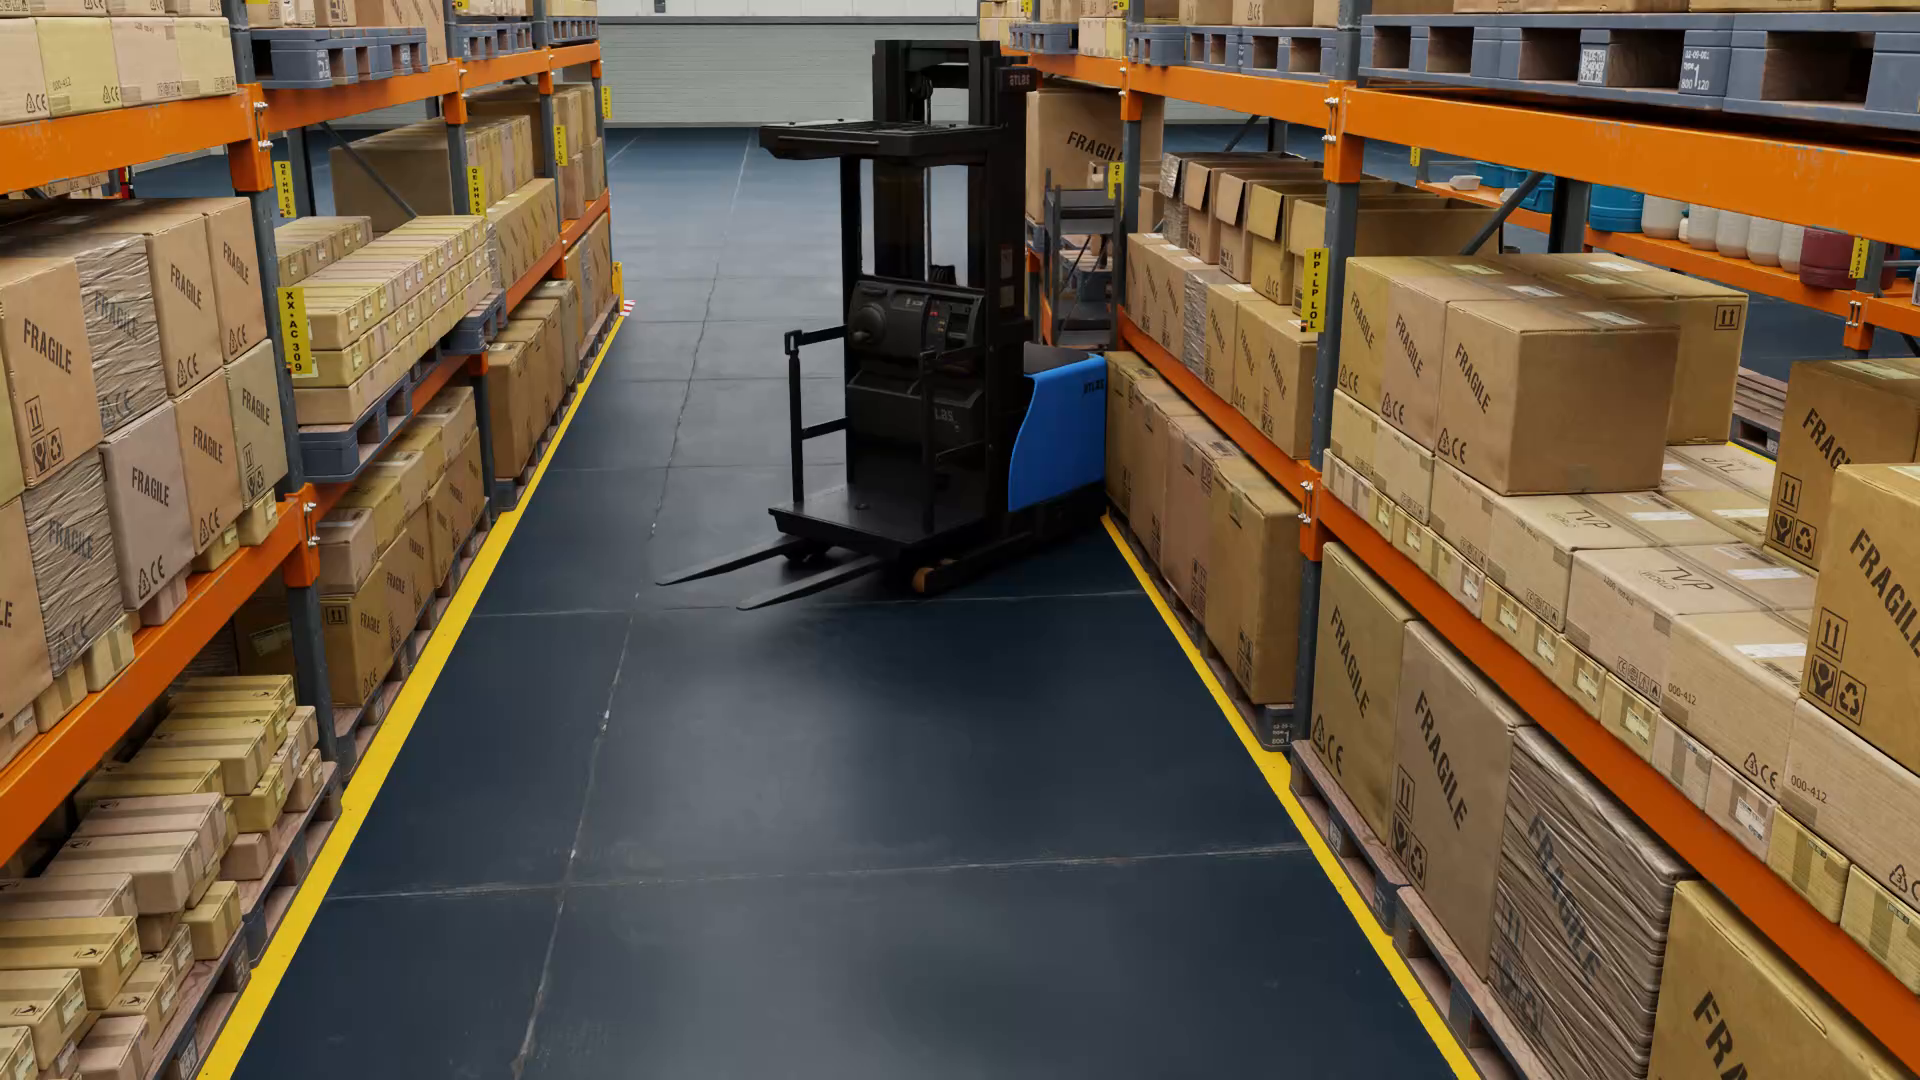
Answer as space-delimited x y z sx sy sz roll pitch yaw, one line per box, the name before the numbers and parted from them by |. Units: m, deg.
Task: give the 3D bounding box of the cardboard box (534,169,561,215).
cardboard box | -3.902 -2.914 14.200 0.875 0.550 0.550 -2 18 -6

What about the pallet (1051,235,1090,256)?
pallet | 1.260 -2.161 12.373 1.003 0.211 1.213 -2 18 -6

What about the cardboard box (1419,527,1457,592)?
cardboard box | 1.727 0.057 5.407 0.380 0.149 0.250 -2 18 -6

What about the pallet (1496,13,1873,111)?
pallet | 2.114 -1.255 4.306 1.003 0.211 1.213 -2 18 -6

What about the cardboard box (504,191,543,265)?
cardboard box | -3.428 -2.332 12.431 0.500 0.500 0.500 -2 17 -5

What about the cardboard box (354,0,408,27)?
cardboard box | -3.016 -2.560 8.149 0.500 0.500 0.500 -2 18 -6

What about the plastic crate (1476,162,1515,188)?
plastic crate | 5.955 -3.990 18.126 0.499 0.251 0.616 -2 18 -6

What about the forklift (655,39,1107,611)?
forklift | -0.393 -1.253 9.273 1.130 2.935 3.031 14 22 37

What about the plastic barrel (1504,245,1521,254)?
plastic barrel | 5.802 -2.871 17.767 0.421 0.512 0.421 0 17 0

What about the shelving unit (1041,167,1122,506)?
shelving unit | 0.758 -1.277 10.632 0.431 2.100 0.503 -2 24 -3

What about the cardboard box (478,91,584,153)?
cardboard box | -4.010 -3.914 15.582 0.875 0.550 0.500 -2 18 -6

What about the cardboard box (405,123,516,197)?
cardboard box | -3.688 -2.806 12.271 0.700 0.500 0.500 -2 18 -5

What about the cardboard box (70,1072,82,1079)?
cardboard box | -2.529 1.534 4.340 0.380 0.149 0.250 -2 18 -5

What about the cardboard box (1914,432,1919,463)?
cardboard box | 2.497 -0.009 3.700 0.500 0.500 0.500 -2 18 -7

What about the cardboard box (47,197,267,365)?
cardboard box | -2.709 -0.884 5.653 0.500 0.500 0.500 -2 18 -8

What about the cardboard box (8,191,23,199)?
cardboard box | -8.647 -3.178 14.628 0.500 0.500 0.500 -2 18 -6

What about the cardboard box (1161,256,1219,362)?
cardboard box | 1.396 -1.253 8.992 0.500 0.500 0.500 -2 18 -7

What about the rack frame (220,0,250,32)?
rack frame | -3.027 -3.212 5.383 1.000 3.000 0.127 -2 18 -6

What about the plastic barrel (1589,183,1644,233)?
plastic barrel | 5.757 -3.124 14.282 0.600 0.901 0.708 -2 18 -6

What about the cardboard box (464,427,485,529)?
cardboard box | -3.111 -0.361 9.791 0.500 0.500 0.500 -2 18 -6

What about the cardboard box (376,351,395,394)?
cardboard box | -2.666 -0.718 7.176 0.380 0.149 0.250 -2 18 -5

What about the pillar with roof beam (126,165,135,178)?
pillar with roof beam | -12.514 -11.710 32.452 9.100 9.000 0.400 -2 18 -6

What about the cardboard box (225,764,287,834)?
cardboard box | -2.593 0.912 5.826 0.380 0.149 0.250 -2 18 -8

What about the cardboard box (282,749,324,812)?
cardboard box | -2.647 0.917 6.307 0.380 0.149 0.250 -2 17 -5

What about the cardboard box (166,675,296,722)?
cardboard box | -2.731 0.625 6.245 0.380 0.149 0.250 -1 17 -4

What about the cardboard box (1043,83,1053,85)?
cardboard box | 0.620 -4.095 15.881 0.500 0.500 0.500 -2 18 -6

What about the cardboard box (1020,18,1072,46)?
cardboard box | 0.785 -4.343 14.246 0.500 0.250 0.500 -1 17 -4

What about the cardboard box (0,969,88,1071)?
cardboard box | -2.504 1.240 4.284 0.380 0.149 0.250 -1 17 -3

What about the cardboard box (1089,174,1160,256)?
cardboard box | 1.252 -2.235 11.421 0.700 0.500 0.500 1 17 3

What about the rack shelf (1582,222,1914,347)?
rack shelf | 6.225 -2.070 12.963 1.077 0.370 4.000 -2 18 -6

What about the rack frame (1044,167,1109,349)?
rack frame | 0.742 -1.375 10.855 0.400 2.100 0.015 -2 24 -3

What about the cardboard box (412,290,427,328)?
cardboard box | -2.750 -1.094 7.876 0.380 0.149 0.250 -2 18 -7

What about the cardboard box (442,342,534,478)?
cardboard box | -3.413 -0.852 10.939 1.050 0.750 0.750 -2 18 -6

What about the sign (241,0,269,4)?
sign | -2.488 -2.046 5.816 0.100 0.325 0.005 -2 18 -6

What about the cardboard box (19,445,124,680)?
cardboard box | -2.563 0.054 4.334 0.500 0.500 0.500 -2 18 -7

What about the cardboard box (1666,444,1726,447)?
cardboard box | 2.280 -0.265 5.768 0.500 0.250 0.500 -1 17 -4

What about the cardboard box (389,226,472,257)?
cardboard box | -2.882 -1.621 9.056 0.380 0.149 0.250 -1 17 -4

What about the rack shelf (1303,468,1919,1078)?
rack shelf | 2.123 0.467 4.884 1.077 0.370 4.000 -2 18 -6

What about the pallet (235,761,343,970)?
pallet | -2.922 1.180 6.066 1.003 0.211 1.213 -2 18 -6

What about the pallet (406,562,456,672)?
pallet | -3.238 0.385 8.599 1.003 0.211 1.213 -2 18 -6

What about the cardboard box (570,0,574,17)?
cardboard box | -3.685 -4.790 14.972 0.380 0.149 0.250 -2 18 -6

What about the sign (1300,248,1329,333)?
sign | 1.378 -0.967 6.450 0.100 0.325 0.005 -2 18 -6

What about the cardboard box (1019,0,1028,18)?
cardboard box | 0.722 -4.648 14.552 0.380 0.149 0.250 -3 18 -8

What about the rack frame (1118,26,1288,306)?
rack frame | 1.505 -1.664 10.470 1.000 3.000 0.127 -2 18 -6

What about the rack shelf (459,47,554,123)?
rack shelf | -3.646 -3.225 11.634 1.077 0.370 4.000 -2 18 -6

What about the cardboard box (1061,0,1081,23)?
cardboard box | 1.140 -4.113 12.389 0.797 0.503 0.637 -1 17 -3

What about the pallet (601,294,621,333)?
pallet | -4.104 -2.358 17.337 1.003 0.211 1.213 -2 18 -6

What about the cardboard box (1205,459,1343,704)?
cardboard box | 1.831 0.151 7.535 1.225 0.875 0.875 -2 18 -5

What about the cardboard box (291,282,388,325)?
cardboard box | -2.669 -1.005 7.094 0.380 0.149 0.250 -2 18 -5

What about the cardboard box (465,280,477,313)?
cardboard box | -2.880 -1.338 9.150 0.380 0.149 0.250 -1 17 -5

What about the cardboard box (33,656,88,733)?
cardboard box | -2.533 0.392 4.339 0.380 0.149 0.250 -1 17 -4

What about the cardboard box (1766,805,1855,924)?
cardboard box | 1.937 0.666 3.468 0.380 0.149 0.250 -2 18 -5

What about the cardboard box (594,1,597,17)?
cardboard box | -3.893 -5.395 16.898 0.380 0.149 0.250 -2 18 -6

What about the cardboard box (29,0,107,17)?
cardboard box | -2.626 -1.507 4.378 0.500 0.250 0.500 -1 17 -3

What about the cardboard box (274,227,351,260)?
cardboard box | -3.533 -1.609 9.018 0.380 0.149 0.250 -2 18 -6

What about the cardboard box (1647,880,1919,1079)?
cardboard box | 2.184 1.344 3.733 0.875 0.875 0.875 -2 18 -6
